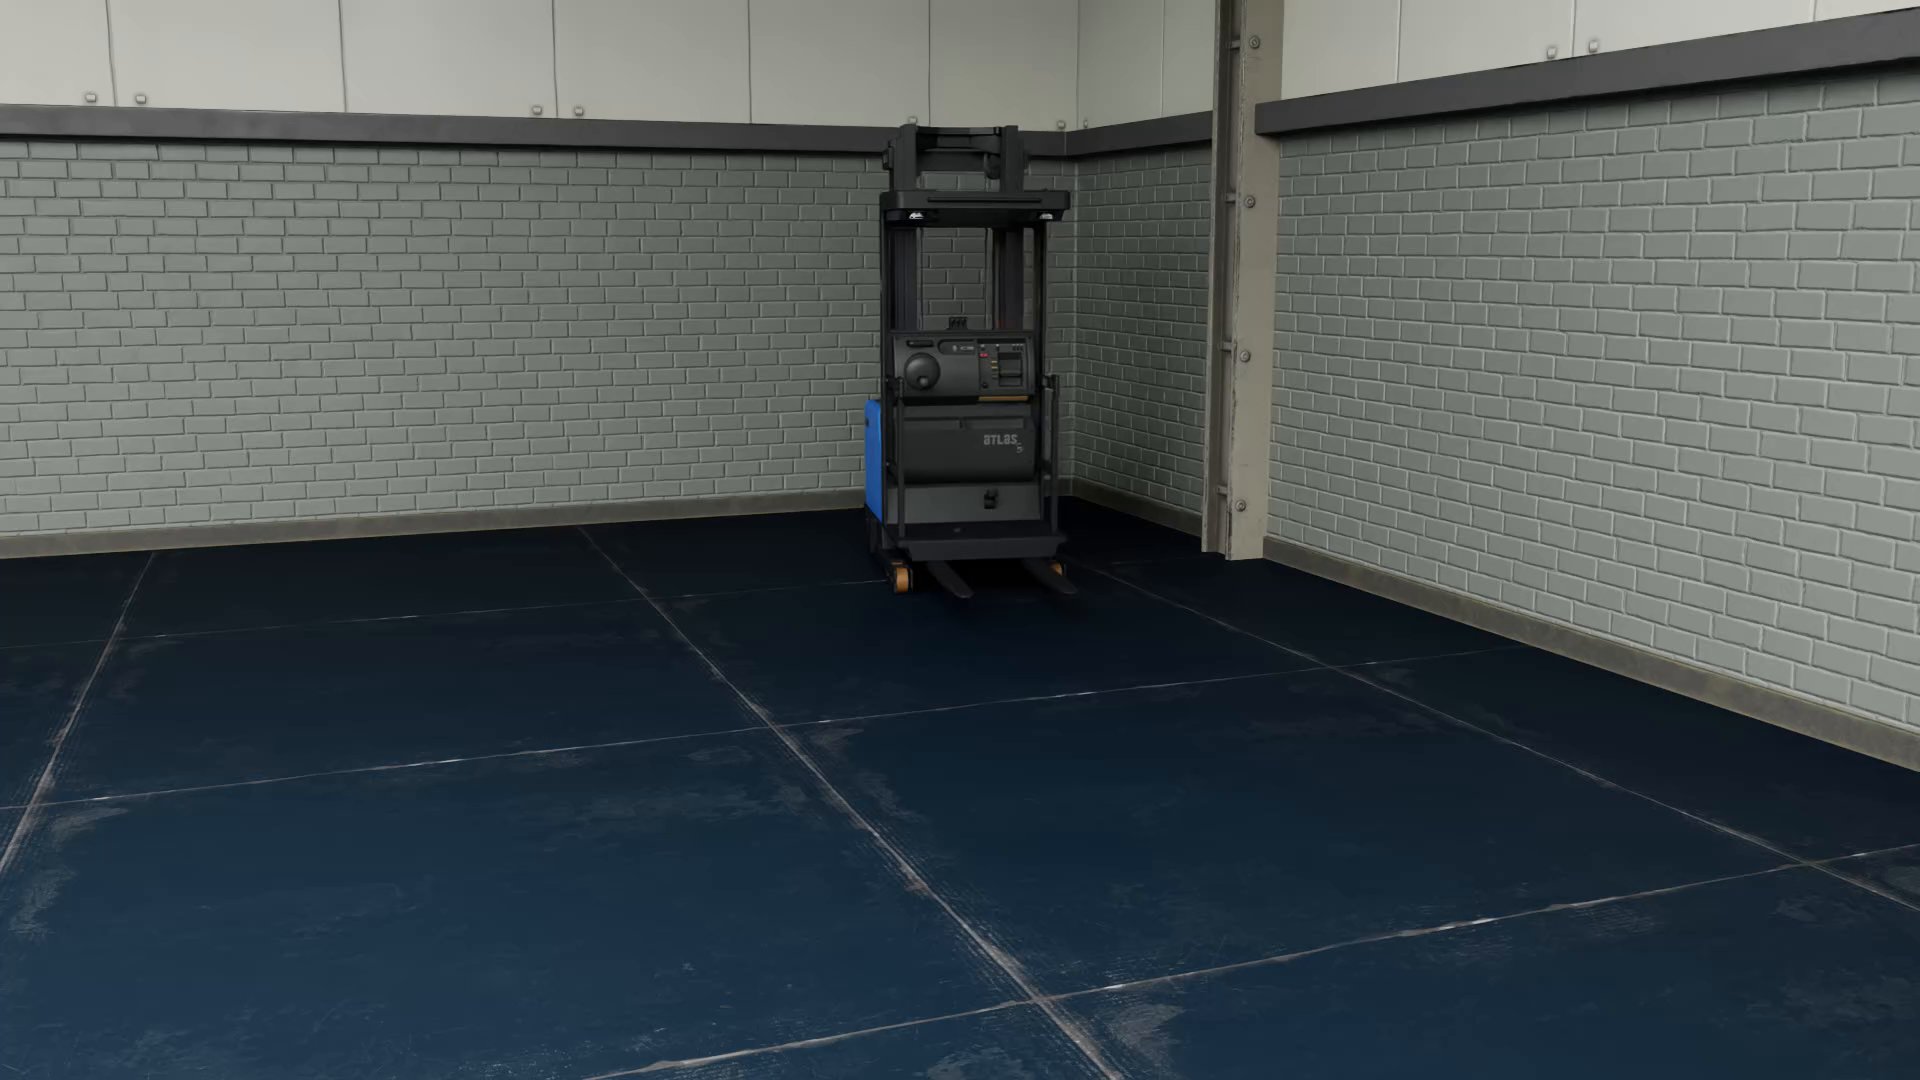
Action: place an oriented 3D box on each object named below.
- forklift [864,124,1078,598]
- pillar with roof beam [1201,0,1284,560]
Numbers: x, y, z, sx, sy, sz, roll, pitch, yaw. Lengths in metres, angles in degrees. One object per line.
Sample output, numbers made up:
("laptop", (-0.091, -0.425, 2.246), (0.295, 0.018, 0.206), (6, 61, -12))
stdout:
("forklift", (0.067, -1.175, 10.657), (1.130, 2.935, 3.031), (-2, 10, -10))
("pillar with roof beam", (-2.061, -4.057, 9.532), (9.100, 9.000, 0.400), (-4, 11, -21))
